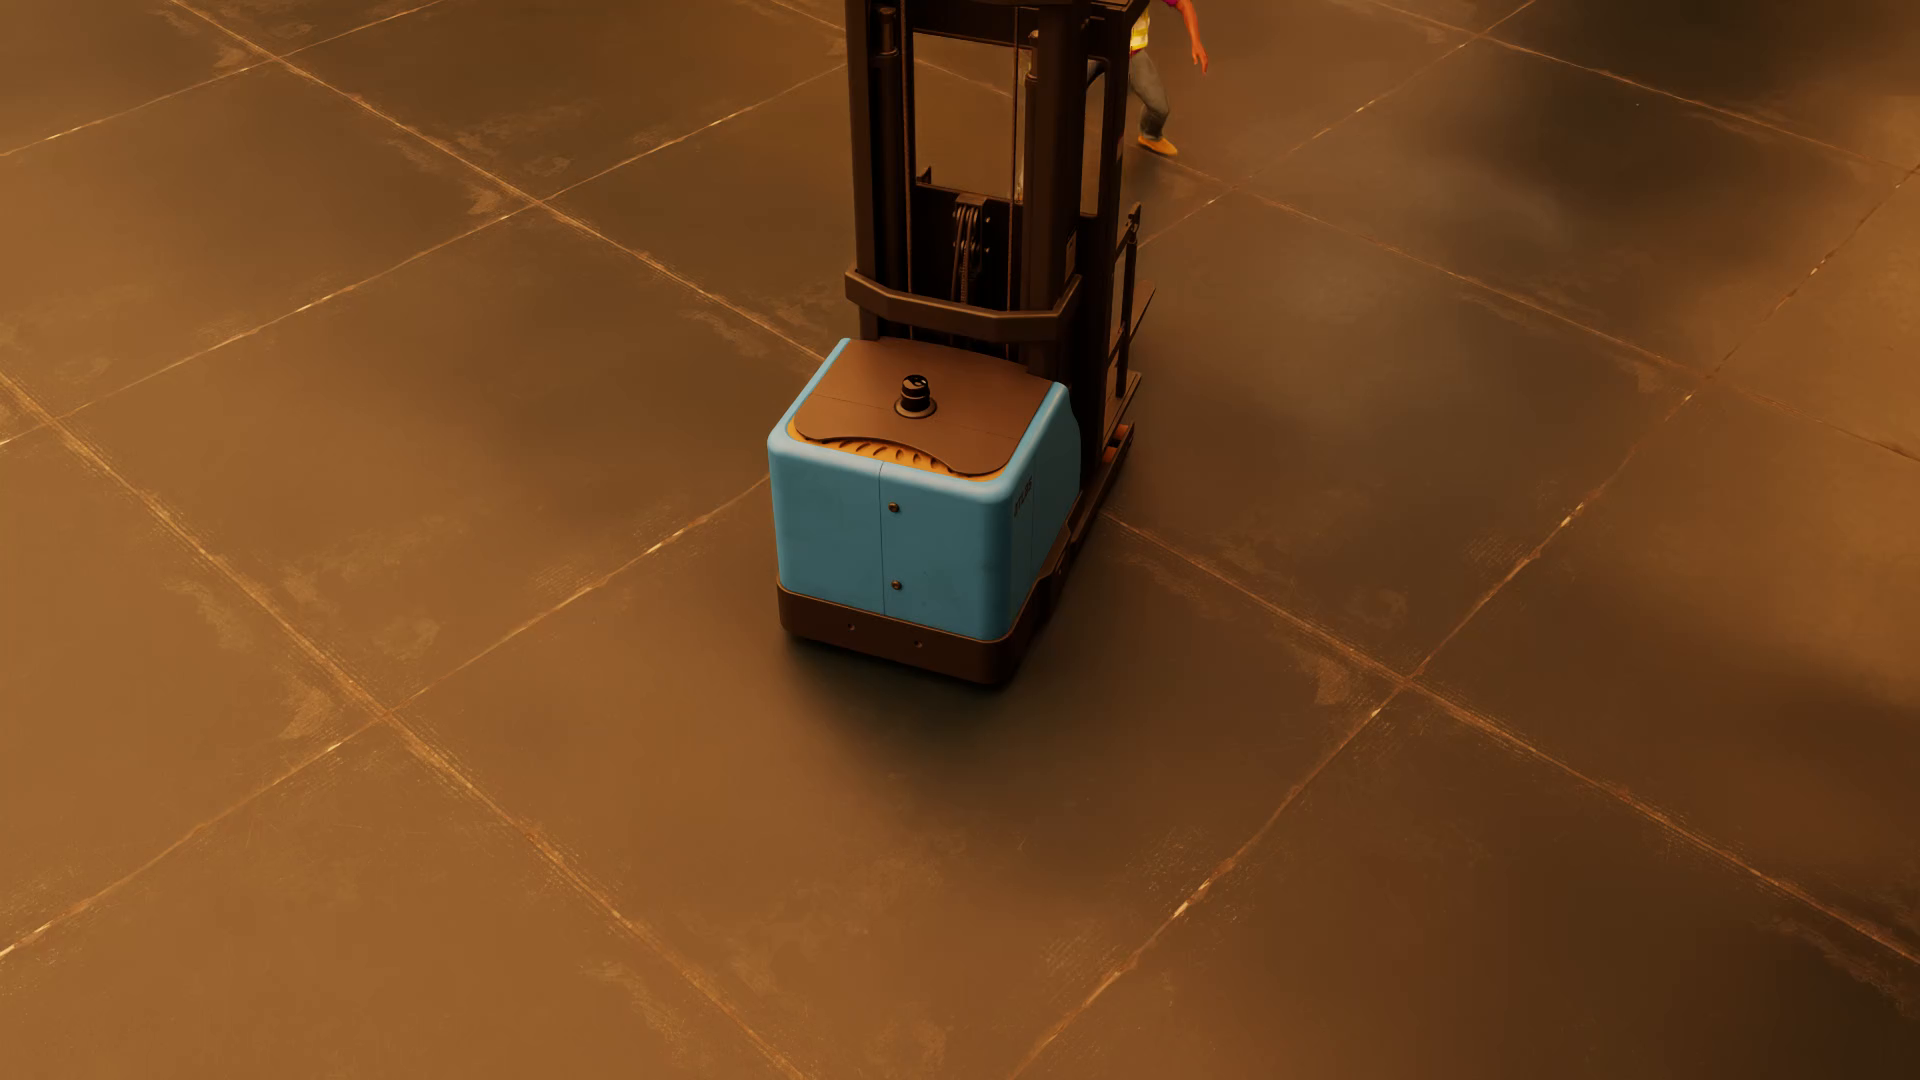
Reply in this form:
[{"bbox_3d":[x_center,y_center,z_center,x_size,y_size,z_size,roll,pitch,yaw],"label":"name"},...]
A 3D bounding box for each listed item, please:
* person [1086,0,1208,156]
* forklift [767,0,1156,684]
[{"bbox_3d":[0.965,-2.971,9.918,1.021,1.631,0.699,3,41,4],"label":"person"},{"bbox_3d":[0.211,-1.484,7.158,1.130,2.935,3.031,14,42,15],"label":"forklift"}]
